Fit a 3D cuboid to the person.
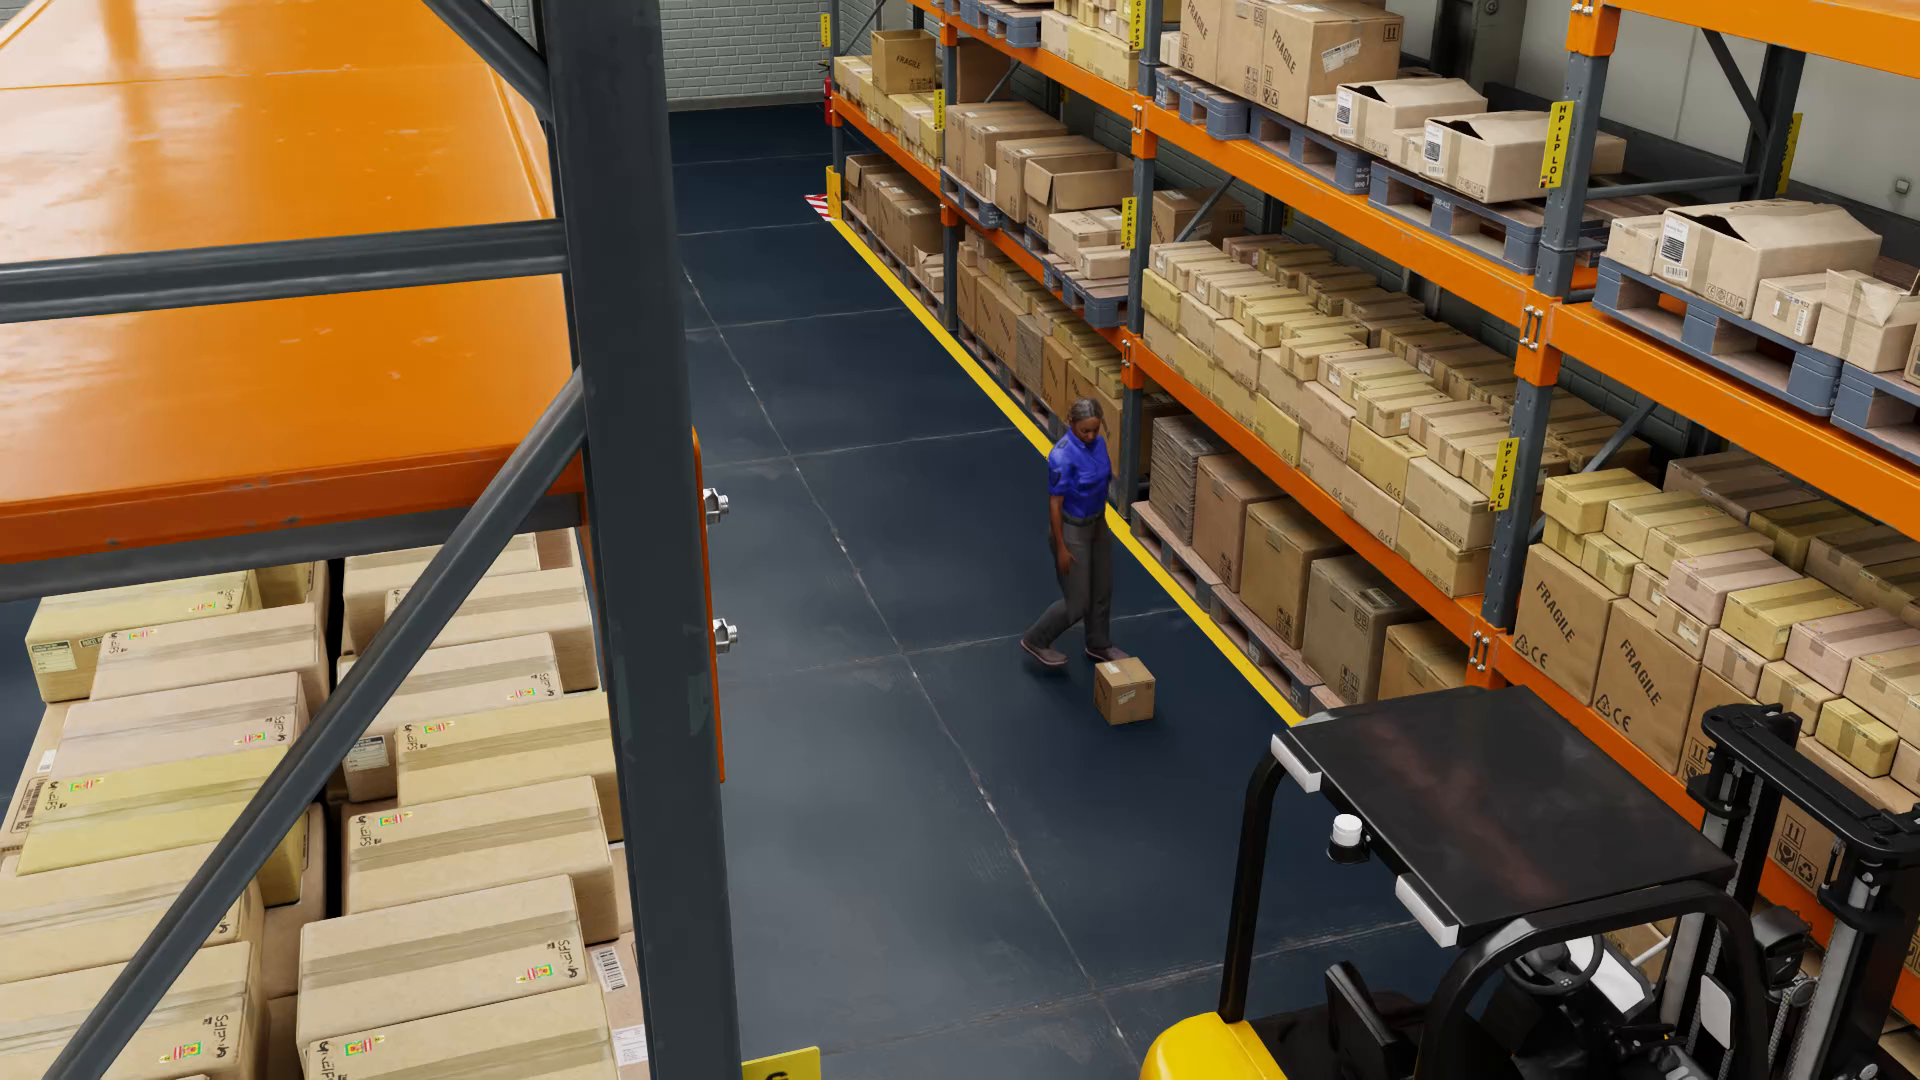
[{"bbox_3d":[0.755,-0.011,9.161,0.541,1.681,0.326,-17,31,-30],"label":"person"}]
